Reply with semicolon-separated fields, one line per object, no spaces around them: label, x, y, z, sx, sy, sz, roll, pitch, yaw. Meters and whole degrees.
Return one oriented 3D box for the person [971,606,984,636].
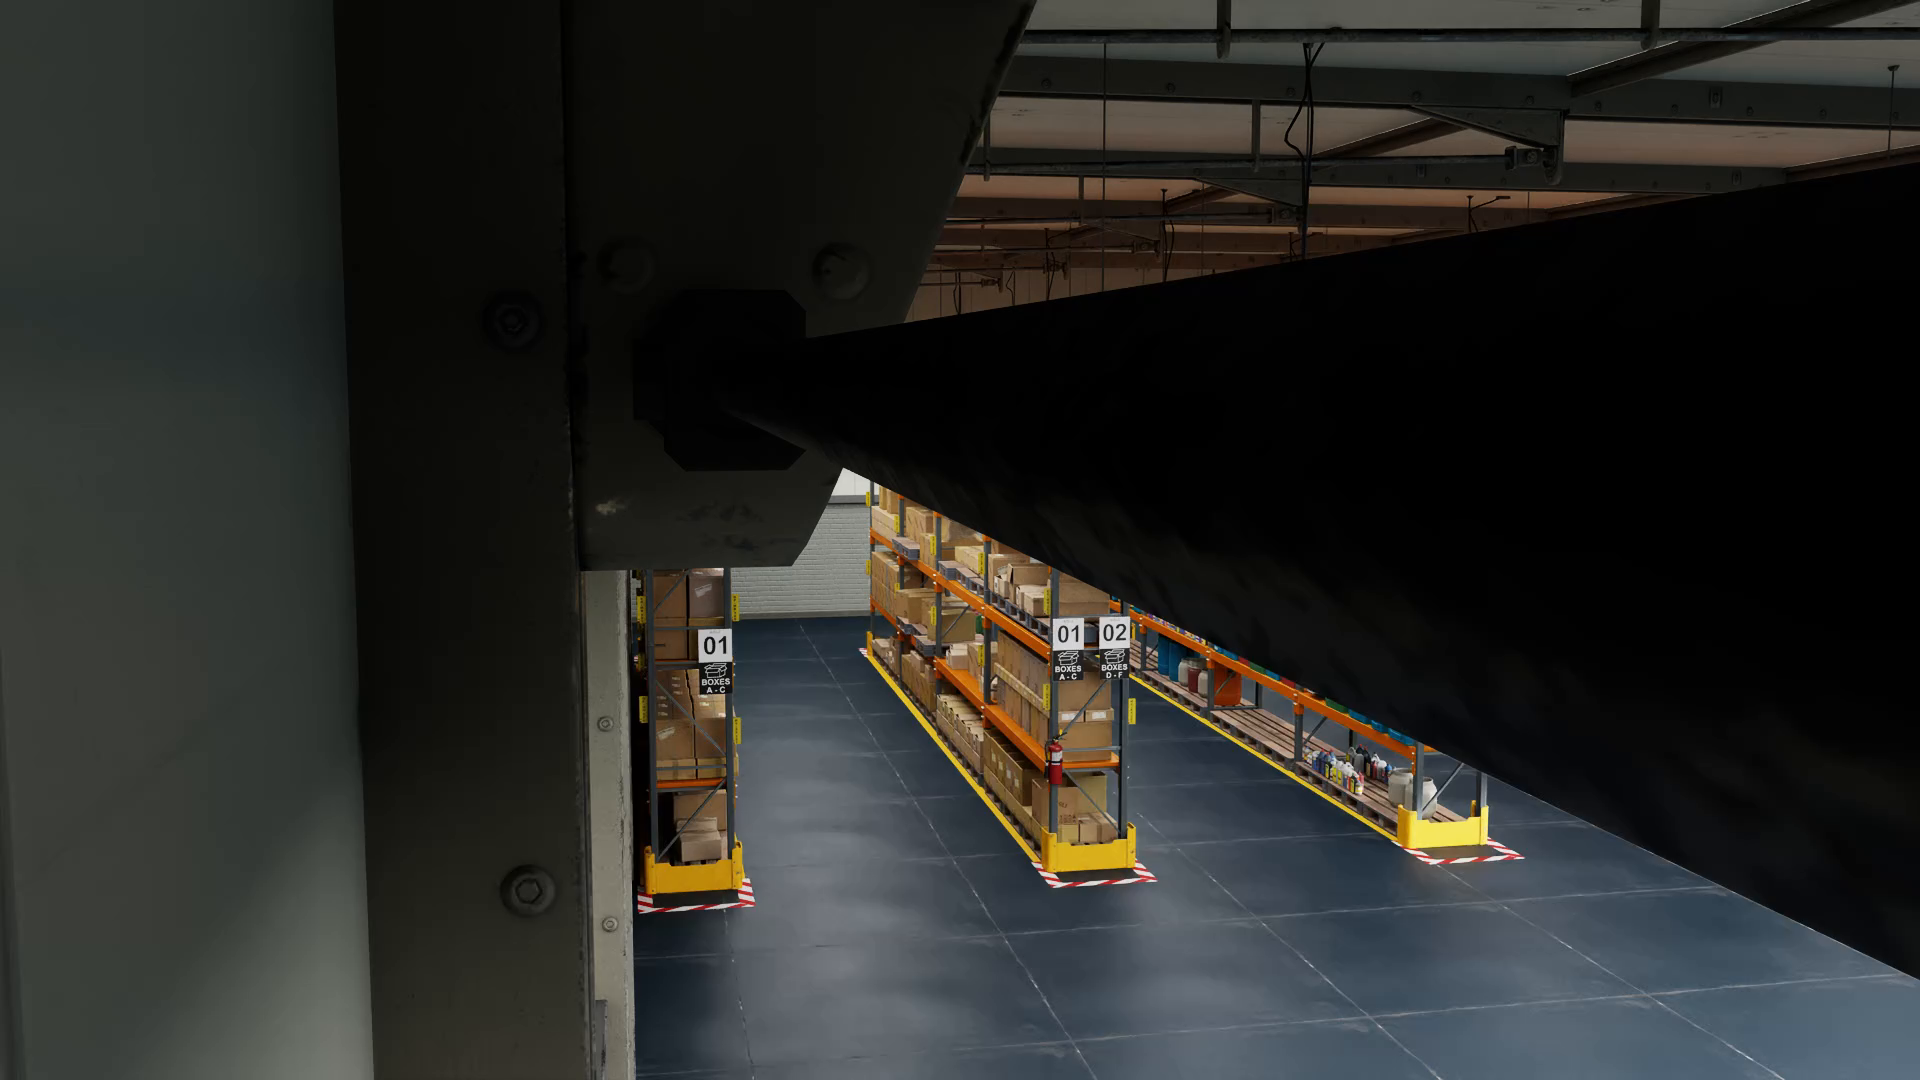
person;0.368;1.668;36.447;0.655;1.794;0.747;-3;7;-25
